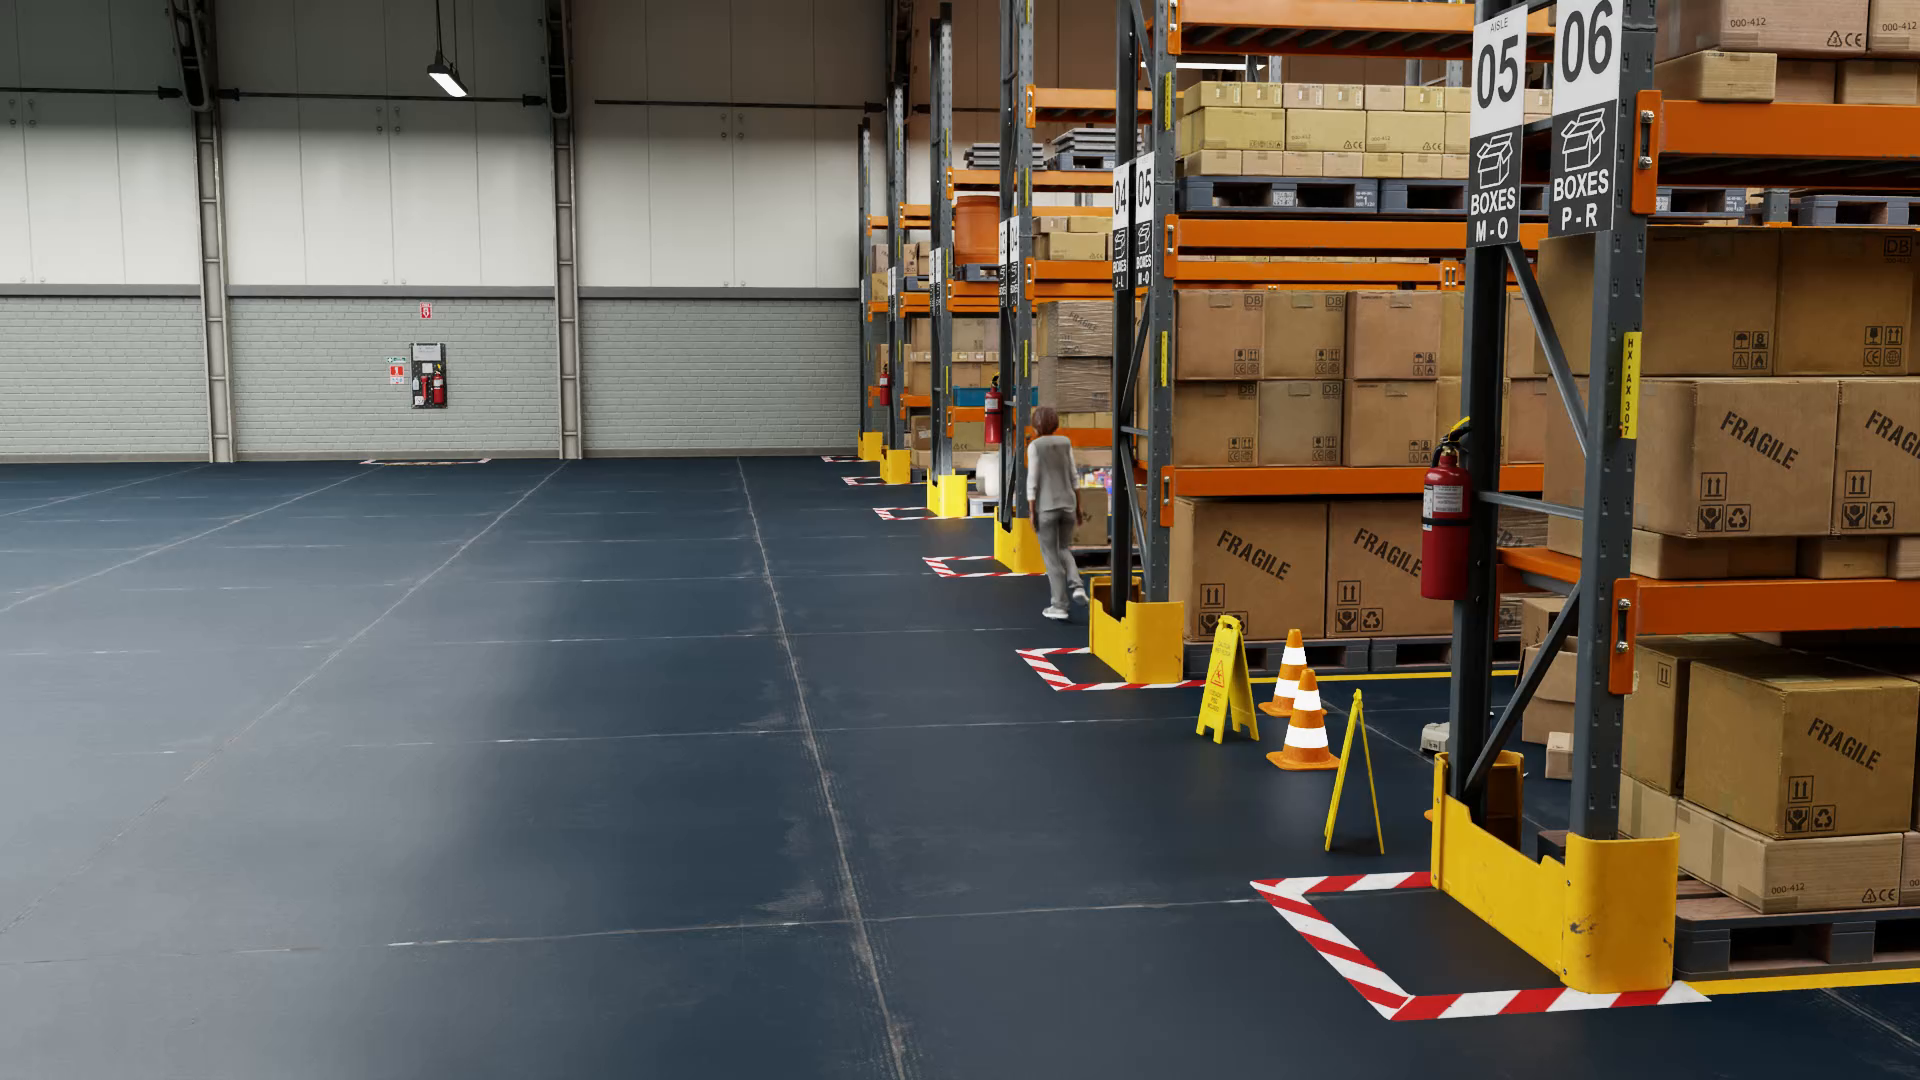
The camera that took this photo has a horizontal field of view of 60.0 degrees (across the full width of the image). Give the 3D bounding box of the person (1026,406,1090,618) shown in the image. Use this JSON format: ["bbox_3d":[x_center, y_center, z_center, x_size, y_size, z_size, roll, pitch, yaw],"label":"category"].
[{"bbox_3d":[0.726,-0.203,12.445,0.470,1.588,0.449,-4,8,-29],"label":"person"}]
